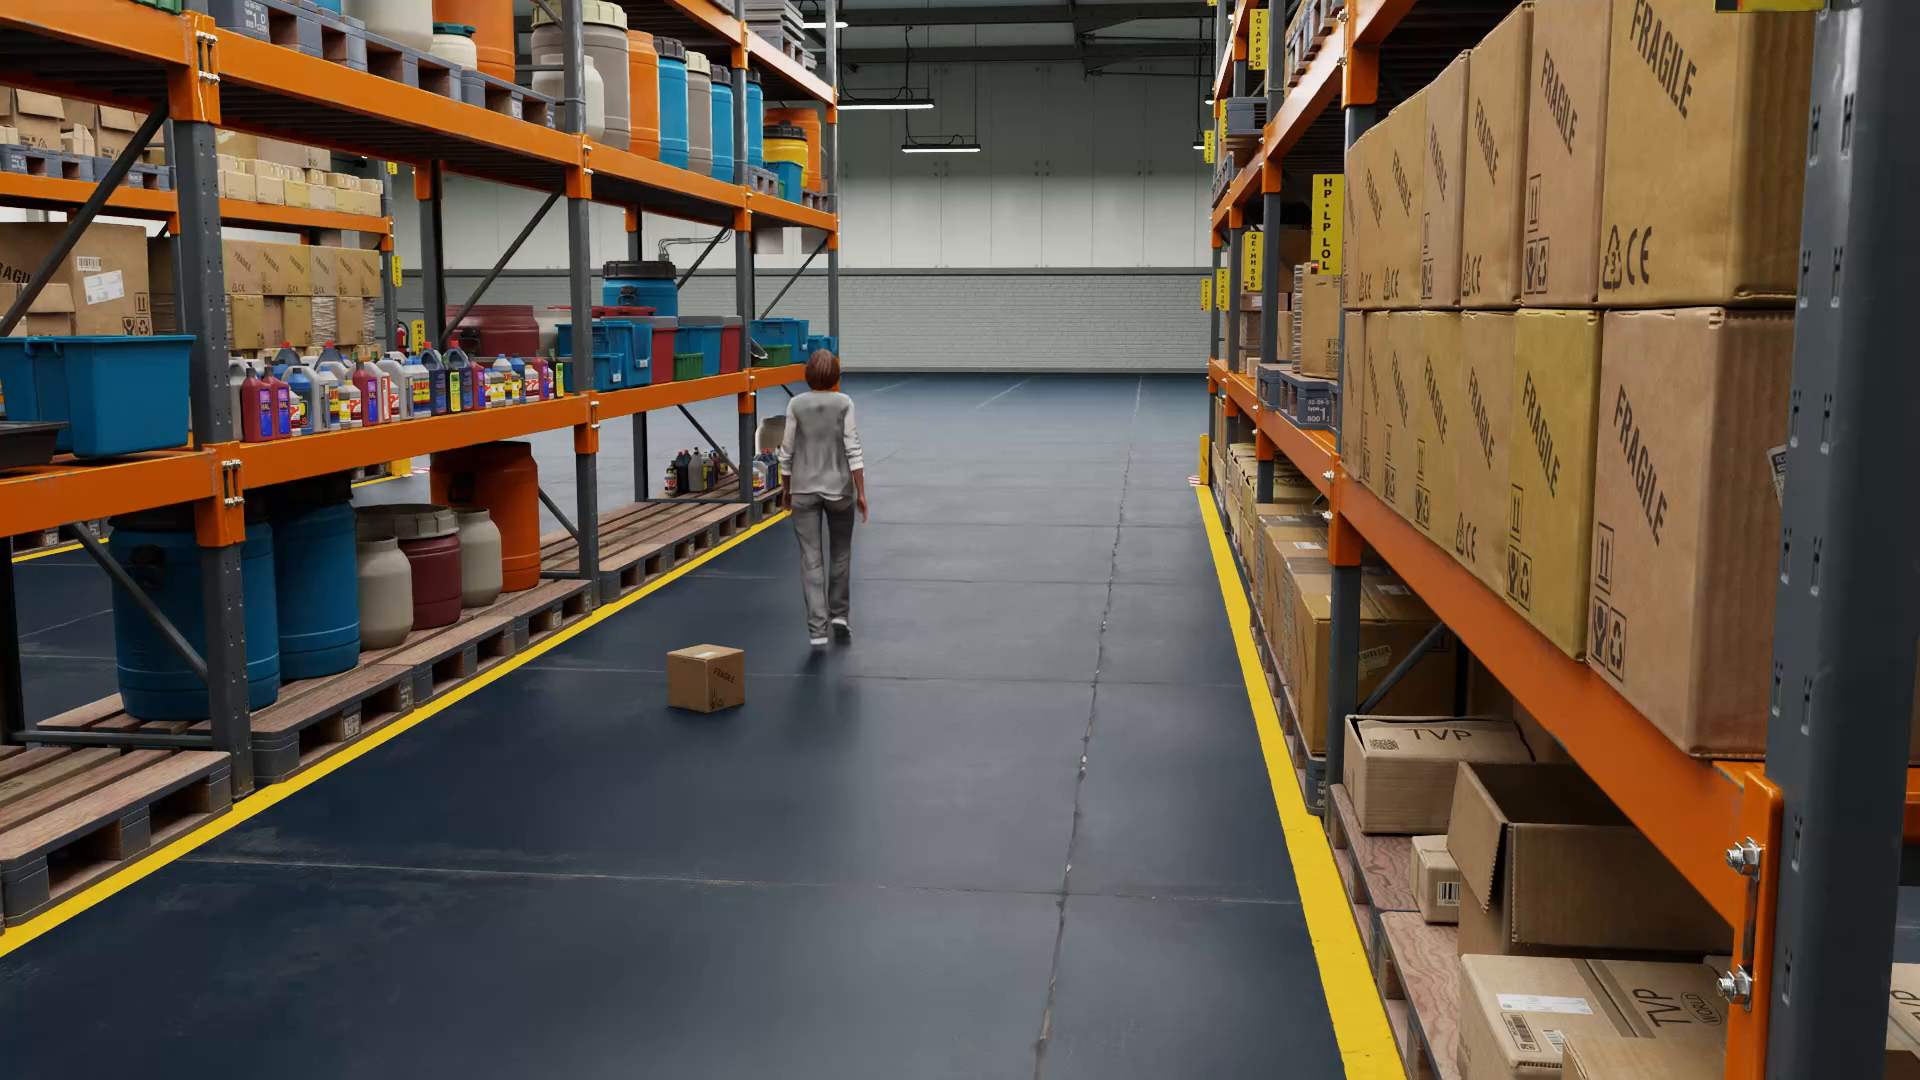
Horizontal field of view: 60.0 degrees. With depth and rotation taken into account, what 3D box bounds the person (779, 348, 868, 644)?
[{"bbox_3d":[-0.745,-0.224,8.991,0.459,1.620,0.724,-1,8,-9],"label":"person"}]
